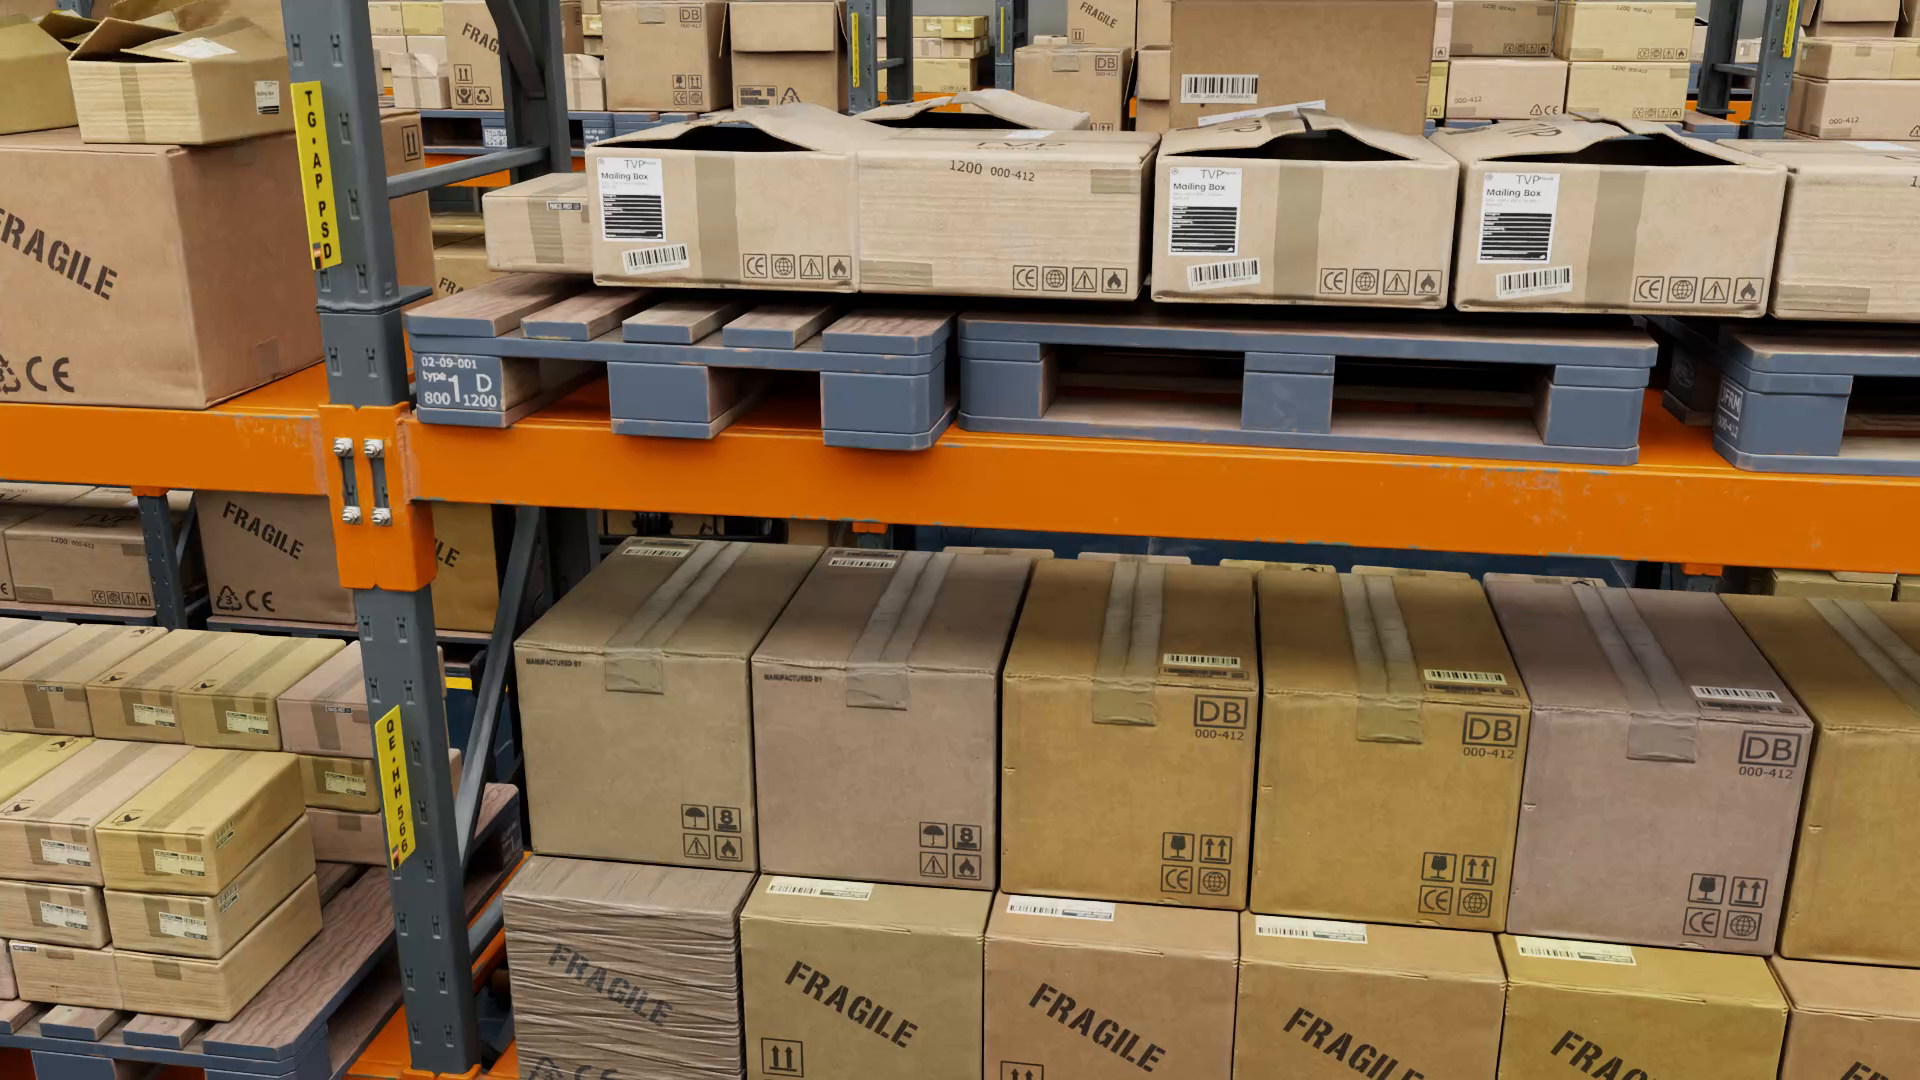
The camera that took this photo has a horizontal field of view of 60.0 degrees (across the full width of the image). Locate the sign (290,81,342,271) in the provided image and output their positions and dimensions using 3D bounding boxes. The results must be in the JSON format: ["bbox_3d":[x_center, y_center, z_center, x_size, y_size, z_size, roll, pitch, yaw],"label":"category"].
[{"bbox_3d":[-1.155,-0.655,2.990,0.005,0.325,0.100,3,19,9],"label":"sign"}]

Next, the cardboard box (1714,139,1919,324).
[{"bbox_3d":[1.628,-0.547,2.899,0.500,0.250,0.500,3,19,8],"label":"cardboard box"}]

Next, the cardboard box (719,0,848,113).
[{"bbox_3d":[-0.778,-2.355,8.062,0.637,0.503,0.797,2,19,5],"label":"cardboard box"}]

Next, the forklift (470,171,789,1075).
[{"bbox_3d":[-1.187,0.224,6.015,1.130,2.935,3.031,0,19,0],"label":"forklift"}]

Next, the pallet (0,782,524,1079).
[{"bbox_3d":[-1.787,0.932,4.094,1.003,0.211,1.213,3,19,9],"label":"pallet"}]

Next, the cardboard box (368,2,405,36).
[{"bbox_3d":[-4.586,-4.171,13.295,0.500,0.250,0.500,3,19,8],"label":"cardboard box"}]

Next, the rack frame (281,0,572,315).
[{"bbox_3d":[-1.067,-2.002,3.104,0.127,3.000,1.000,3,19,9],"label":"rack frame"}]

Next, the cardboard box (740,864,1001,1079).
[{"bbox_3d":[-0.164,0.928,3.646,0.500,0.500,0.500,3,19,8],"label":"cardboard box"}]

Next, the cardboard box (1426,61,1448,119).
[{"bbox_3d":[1.966,-2.099,7.696,0.500,0.250,0.500,3,19,9],"label":"cardboard box"}]

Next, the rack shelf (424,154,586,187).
[{"bbox_3d":[-2.356,-1.895,8.645,4.000,0.370,1.077,3,19,9],"label":"rack shelf"}]

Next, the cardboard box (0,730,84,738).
[{"bbox_3d":[-2.294,0.497,4.356,0.250,0.149,0.380,3,19,9],"label":"cardboard box"}]

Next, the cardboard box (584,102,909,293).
[{"bbox_3d":[-0.387,-0.678,3.196,0.500,0.311,0.500,3,19,9],"label":"cardboard box"}]

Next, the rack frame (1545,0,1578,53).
[{"bbox_3d":[4.351,-4.912,11.800,0.127,3.000,1.000,3,19,9],"label":"rack frame"}]

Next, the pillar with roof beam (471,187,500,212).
[{"bbox_3d":[-4.775,-4.283,9.921,0.400,9.000,9.100,3,19,9],"label":"pillar with roof beam"}]

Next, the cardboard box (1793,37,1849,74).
[{"bbox_3d":[3.915,-2.245,7.698,0.250,0.149,0.380,3,19,10],"label":"cardboard box"}]

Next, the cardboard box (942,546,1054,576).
[{"bbox_3d":[0.175,0.366,8.962,0.625,0.372,0.950,2,19,5],"label":"cardboard box"}]

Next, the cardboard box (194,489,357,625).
[{"bbox_3d":[-3.706,-0.099,9.559,0.875,0.875,0.875,4,19,10],"label":"cardboard box"}]

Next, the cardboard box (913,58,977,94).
[{"bbox_3d":[-0.143,-3.569,12.752,0.500,0.250,0.500,2,19,7],"label":"cardboard box"}]

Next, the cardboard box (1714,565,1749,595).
[{"bbox_3d":[4.195,0.184,8.517,0.500,0.500,0.500,3,19,8],"label":"cardboard box"}]

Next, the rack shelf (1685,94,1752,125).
[{"bbox_3d":[6.326,-3.047,12.089,4.000,0.370,1.077,3,19,9],"label":"rack shelf"}]

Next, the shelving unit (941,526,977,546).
[{"bbox_3d":[-0.008,-0.427,11.162,0.210,0.900,0.258,3,19,9],"label":"shelving unit"}]

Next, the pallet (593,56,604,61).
[{"bbox_3d":[-2.915,-3.748,13.346,1.003,0.211,1.213,3,19,9],"label":"pallet"}]

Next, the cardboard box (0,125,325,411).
[{"bbox_3d":[-1.671,-0.576,3.412,0.500,0.500,0.500,3,19,9],"label":"cardboard box"}]

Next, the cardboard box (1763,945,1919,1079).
[{"bbox_3d":[1.826,1.029,3.342,0.500,0.500,0.500,3,19,8],"label":"cardboard box"}]

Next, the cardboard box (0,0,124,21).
[{"bbox_3d":[-4.878,-2.726,9.018,0.500,0.500,0.500,3,19,10],"label":"cardboard box"}]

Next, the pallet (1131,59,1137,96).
[{"bbox_3d":[1.086,-3.595,12.889,1.003,0.211,1.213,4,19,11],"label":"pallet"}]

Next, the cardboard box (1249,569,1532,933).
[{"bbox_3d":[0.886,0.423,3.578,0.500,0.500,0.700,3,19,8],"label":"cardboard box"}]

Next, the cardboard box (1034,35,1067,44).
[{"bbox_3d":[0.698,-3.713,12.496,0.250,0.166,0.380,3,19,9],"label":"cardboard box"}]

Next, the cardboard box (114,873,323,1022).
[{"bbox_3d":[-1.627,0.882,3.673,0.250,0.149,0.380,3,19,10],"label":"cardboard box"}]

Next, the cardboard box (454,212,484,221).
[{"bbox_3d":[-3.993,-2.649,14.259,0.500,0.250,0.500,3,19,8],"label":"cardboard box"}]

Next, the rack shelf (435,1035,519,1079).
[{"bbox_3d":[0.908,1.285,3.869,4.000,0.370,1.077,3,19,9],"label":"rack shelf"}]

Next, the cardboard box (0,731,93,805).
[{"bbox_3d":[-2.130,0.574,3.658,0.250,0.149,0.380,4,19,10],"label":"cardboard box"}]

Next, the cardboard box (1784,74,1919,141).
[{"bbox_3d":[3.959,-1.896,7.282,0.500,0.250,0.500,3,19,7],"label":"cardboard box"}]

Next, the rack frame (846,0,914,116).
[{"bbox_3d":[-0.382,-3.558,7.754,0.127,3.000,1.000,3,19,9],"label":"rack frame"}]

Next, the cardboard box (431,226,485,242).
[{"bbox_3d":[-2.841,-1.436,9.135,0.500,0.500,0.500,3,19,10],"label":"cardboard box"}]

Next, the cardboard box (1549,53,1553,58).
[{"bbox_3d":[3.054,-2.217,8.048,0.500,0.250,0.500,2,19,7],"label":"cardboard box"}]

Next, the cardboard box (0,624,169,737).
[{"bbox_3d":[-2.261,0.357,4.305,0.250,0.149,0.380,2,19,6],"label":"cardboard box"}]

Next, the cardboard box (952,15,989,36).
[{"bbox_3d":[0.082,-4.055,13.105,0.250,0.149,0.380,2,19,7],"label":"cardboard box"}]

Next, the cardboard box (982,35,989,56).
[{"bbox_3d":[0.079,-3.902,13.117,0.250,0.149,0.380,3,19,9],"label":"cardboard box"}]

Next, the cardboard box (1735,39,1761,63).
[{"bbox_3d":[5.505,-3.460,11.766,0.250,0.149,0.380,3,19,10],"label":"cardboard box"}]

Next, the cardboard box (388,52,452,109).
[{"bbox_3d":[-2.582,-2.270,8.183,0.258,0.266,0.396,4,19,13],"label":"cardboard box"}]

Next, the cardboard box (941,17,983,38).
[{"bbox_3d":[0.016,-3.874,12.566,0.250,0.149,0.380,4,19,10],"label":"cardboard box"}]

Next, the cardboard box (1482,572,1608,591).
[{"bbox_3d":[3.050,0.510,8.531,0.625,0.372,0.950,3,19,9],"label":"cardboard box"}]

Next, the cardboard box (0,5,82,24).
[{"bbox_3d":[-2.190,-1.123,3.840,0.258,0.266,0.396,3,19,9],"label":"cardboard box"}]
